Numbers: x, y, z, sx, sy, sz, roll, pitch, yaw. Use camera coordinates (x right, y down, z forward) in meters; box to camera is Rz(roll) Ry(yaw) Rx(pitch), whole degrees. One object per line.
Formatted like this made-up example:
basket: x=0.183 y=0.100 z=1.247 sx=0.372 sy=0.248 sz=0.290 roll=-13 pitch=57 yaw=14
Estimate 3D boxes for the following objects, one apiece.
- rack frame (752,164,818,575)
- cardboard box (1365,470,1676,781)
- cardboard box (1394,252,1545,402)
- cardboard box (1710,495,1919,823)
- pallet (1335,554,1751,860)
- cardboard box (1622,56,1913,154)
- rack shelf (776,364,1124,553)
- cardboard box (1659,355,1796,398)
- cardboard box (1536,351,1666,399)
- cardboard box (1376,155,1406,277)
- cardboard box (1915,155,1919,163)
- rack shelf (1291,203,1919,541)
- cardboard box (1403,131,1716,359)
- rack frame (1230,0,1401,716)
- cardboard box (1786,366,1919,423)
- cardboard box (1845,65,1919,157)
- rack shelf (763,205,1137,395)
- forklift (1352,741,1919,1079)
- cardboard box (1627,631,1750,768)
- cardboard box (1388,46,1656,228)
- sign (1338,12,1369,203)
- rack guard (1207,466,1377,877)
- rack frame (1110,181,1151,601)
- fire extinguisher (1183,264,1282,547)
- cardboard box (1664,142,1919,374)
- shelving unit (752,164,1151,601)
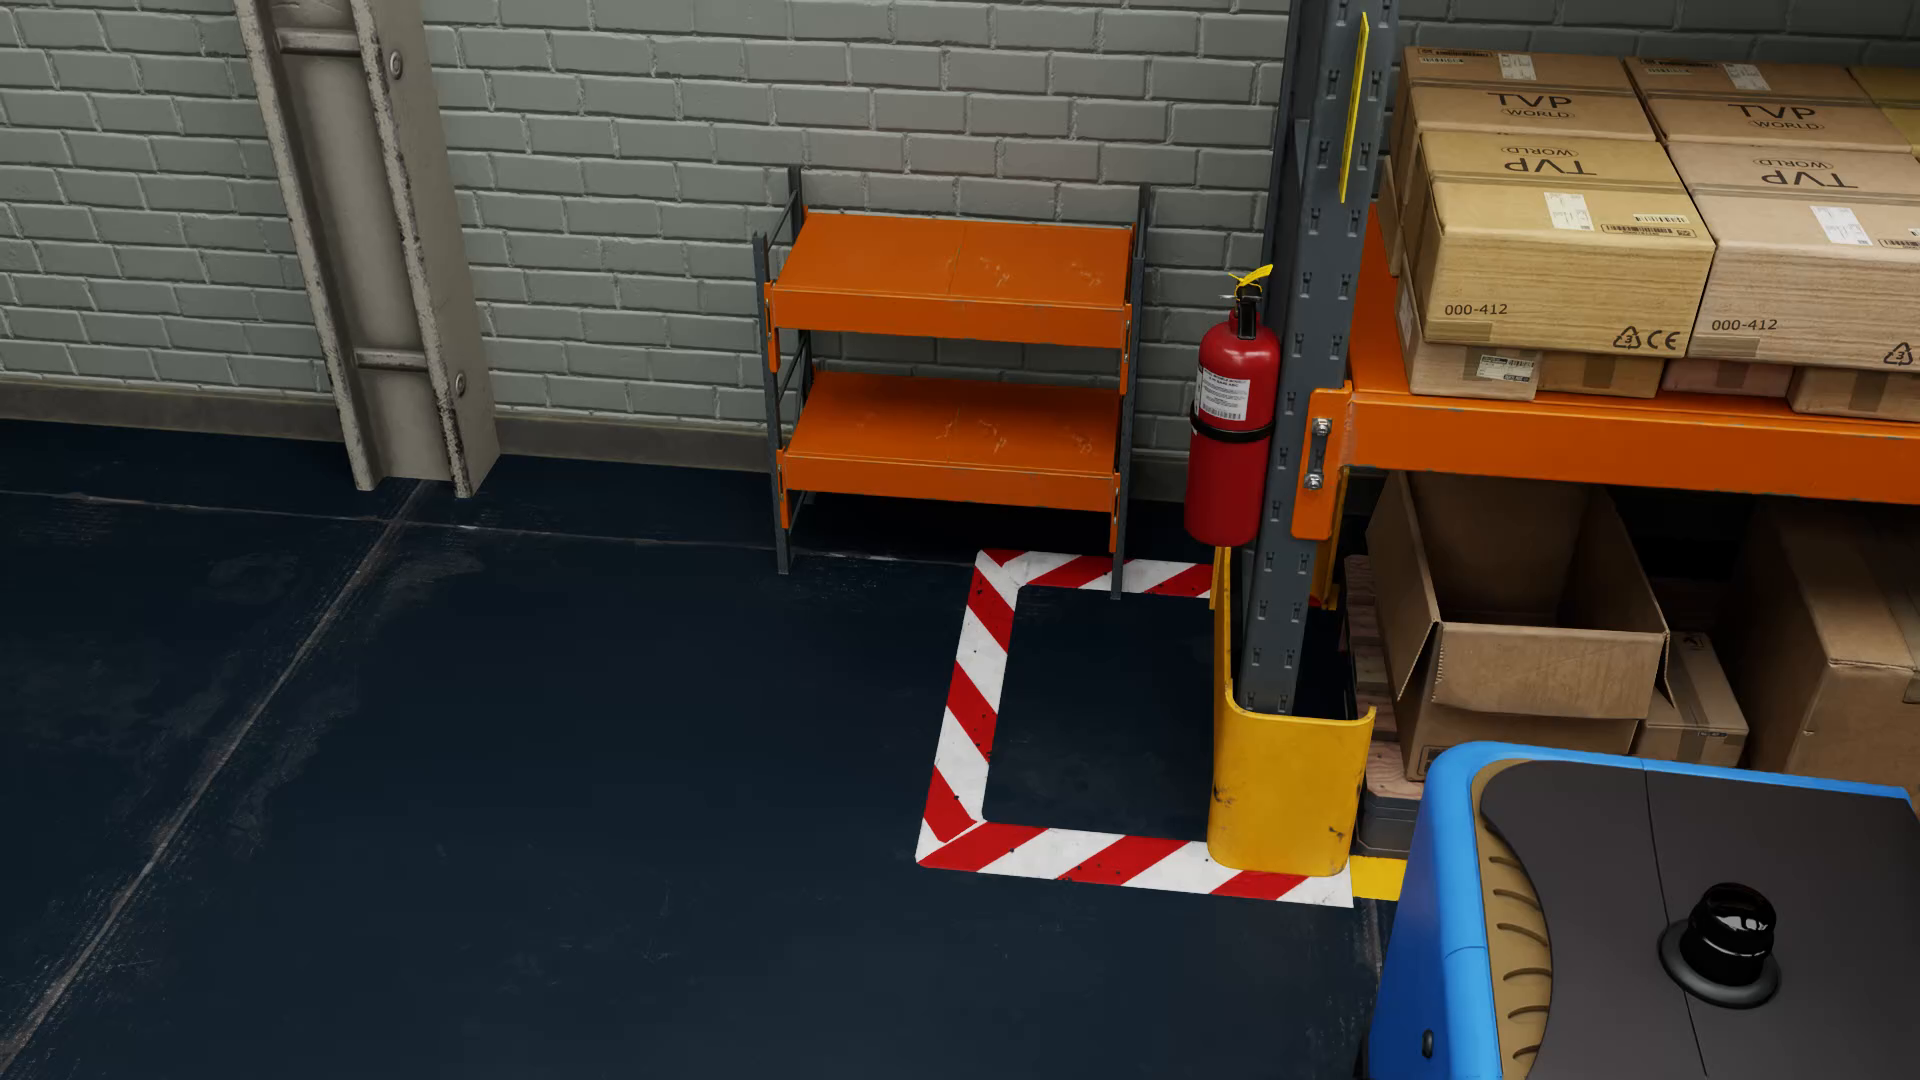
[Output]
rack frame: x=-0.511 y=-0.494 z=4.975 sx=0.032 sy=1.125 sz=0.500 roll=4 pitch=36 yaw=6
cardboard box: x=1.377 y=0.203 z=4.172 sx=0.637 sy=0.503 sz=0.797 roll=3 pitch=36 yaw=4
cardboard box: x=1.073 y=-0.458 z=3.526 sx=0.250 sy=0.149 sz=0.380 roll=4 pitch=36 yaw=6
cardboard box: x=2.220 y=0.290 z=4.052 sx=0.500 sy=0.500 sz=0.700 roll=6 pitch=36 yaw=8
pallet: x=1.649 y=0.457 z=4.429 sx=1.213 sy=0.211 sz=1.003 roll=4 pitch=36 yaw=6
cardboard box: x=1.784 y=-0.883 z=3.778 sx=0.500 sy=0.250 sz=0.500 roll=4 pitch=36 yaw=6
rack shelf: x=-0.006 y=-0.259 z=5.065 sx=1.000 sy=0.278 sz=0.538 roll=4 pitch=36 yaw=6
cardboard box: x=1.597 y=-0.466 z=3.537 sx=0.250 sy=0.149 sz=0.380 roll=4 pitch=36 yaw=5
cardboard box: x=1.332 y=-0.466 z=3.537 sx=0.250 sy=0.149 sz=0.380 roll=5 pitch=36 yaw=7
cardboard box: x=1.145 y=-0.770 z=3.964 sx=0.250 sy=0.149 sz=0.380 roll=4 pitch=36 yaw=5
cardboard box: x=2.201 y=-0.541 z=3.299 sx=0.500 sy=0.250 sz=0.500 roll=4 pitch=36 yaw=5
rack shelf: x=2.766 y=-0.302 z=3.710 sx=4.000 sy=0.370 sz=1.077 roll=4 pitch=36 yaw=6
cardboard box: x=1.198 y=-0.614 z=3.401 sx=0.500 sy=0.250 sz=0.500 roll=4 pitch=36 yaw=6
rack frame: x=0.782 y=-0.743 z=3.708 sx=0.127 sy=3.000 sz=1.000 roll=4 pitch=36 yaw=6
cardboard box: x=1.840 y=-0.412 z=3.462 sx=0.250 sy=0.149 sz=0.380 roll=5 pitch=36 yaw=7
cardboard box: x=2.274 y=-0.843 z=3.722 sx=0.500 sy=0.250 sz=0.500 roll=5 pitch=36 yaw=7
rack shelf: x=-0.006 y=-0.696 z=4.753 sx=1.000 sy=0.278 sz=0.538 roll=4 pitch=36 yaw=6
forklift: x=2.225 y=0.444 z=2.105 sx=3.031 sy=2.935 sz=1.130 roll=6 pitch=36 yaw=8
cardboard box: x=1.793 y=0.401 z=4.199 sx=0.250 sy=0.149 sz=0.380 roll=3 pitch=36 yaw=4
cardboard box: x=1.272 y=-0.921 z=3.832 sx=0.500 sy=0.250 sz=0.500 roll=5 pitch=36 yaw=7
sign: x=0.713 y=-0.782 z=3.019 sx=0.005 sy=0.325 sz=0.100 roll=4 pitch=36 yaw=6
rack guard: x=0.858 y=0.281 z=4.427 sx=0.348 sy=0.500 sz=1.175 roll=4 pitch=36 yaw=6
rack frame: x=0.498 y=-0.421 z=4.871 sx=0.032 sy=1.125 sz=0.500 roll=4 pitch=36 yaw=6
fire extinguisher: x=0.578 y=-0.304 z=3.481 sx=0.183 sy=0.674 sz=0.296 roll=4 pitch=36 yaw=6
cardboard box: x=1.698 y=-0.577 z=3.349 sx=0.500 sy=0.250 sz=0.500 roll=5 pitch=36 yaw=6
shelving unit: x=-0.006 y=-0.458 z=4.923 sx=1.048 sy=1.125 sz=0.538 roll=4 pitch=36 yaw=6
